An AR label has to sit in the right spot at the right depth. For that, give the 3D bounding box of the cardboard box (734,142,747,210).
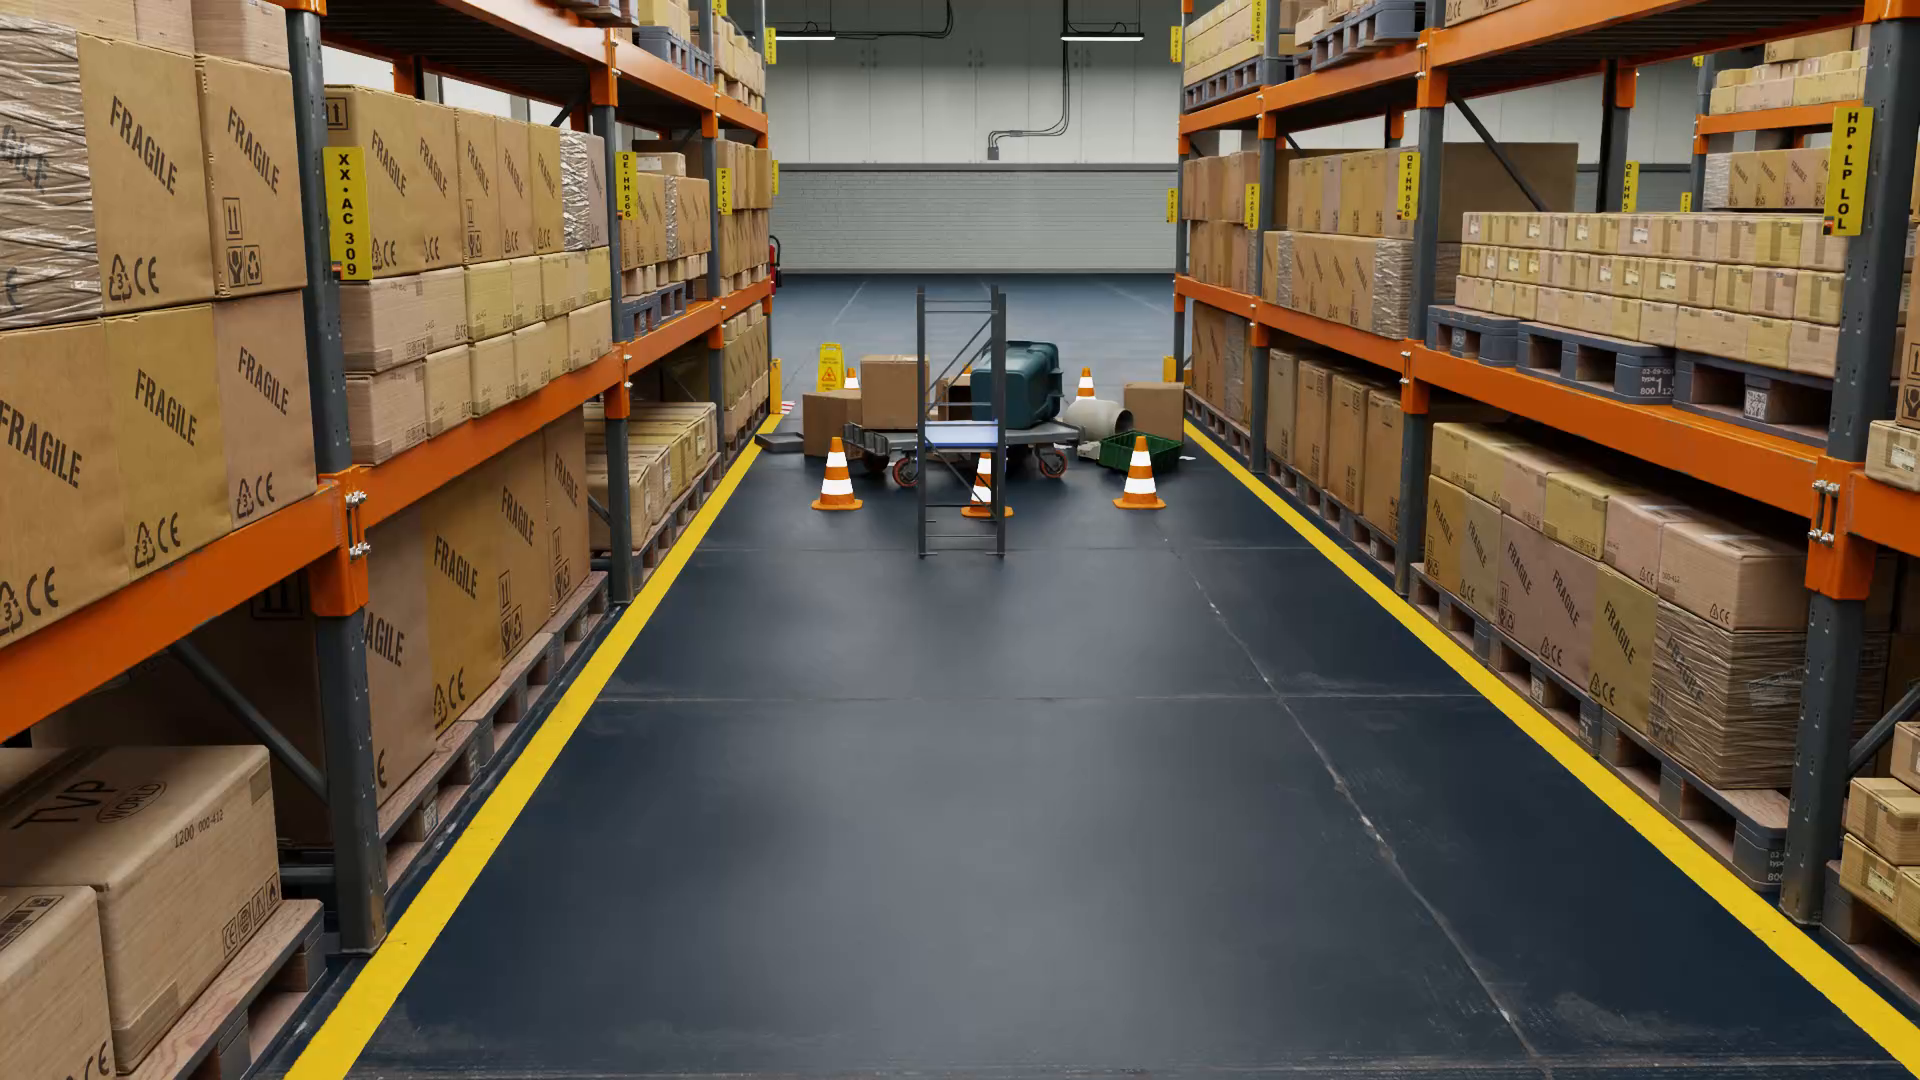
[{"bbox_3d":[-2.034,-2.817,12.884,0.700,0.500,0.500,0,11,-1],"label":"cardboard box"}]

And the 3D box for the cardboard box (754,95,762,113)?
[{"bbox_3d":[-2.011,-3.965,15.145,0.380,0.149,0.250,0,11,-1],"label":"cardboard box"}]

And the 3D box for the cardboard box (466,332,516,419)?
[{"bbox_3d":[-1.840,-0.571,5.708,0.500,0.250,0.500,0,11,-2],"label":"cardboard box"}]

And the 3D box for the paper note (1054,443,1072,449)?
[{"bbox_3d":[0.836,-0.786,13.875,0.172,0.023,0.155,4,12,18],"label":"paper note"}]

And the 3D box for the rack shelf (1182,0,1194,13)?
[{"bbox_3d":[2.652,-4.771,13.760,1.077,0.370,4.000,0,11,-1],"label":"rack shelf"}]

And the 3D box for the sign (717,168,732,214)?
[{"bbox_3d":[-1.698,-2.512,11.986,0.100,0.325,0.005,0,11,-1],"label":"sign"}]

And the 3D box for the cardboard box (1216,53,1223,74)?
[{"bbox_3d":[2.334,-3.958,13.806,0.380,0.149,0.250,0,11,-1],"label":"cardboard box"}]

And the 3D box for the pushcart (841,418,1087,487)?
[{"bbox_3d":[0.025,-0.676,12.442,1.648,0.377,0.936,-4,12,-21],"label":"pushcart"}]

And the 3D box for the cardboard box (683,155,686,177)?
[{"bbox_3d":[-1.991,-2.432,10.818,0.380,0.149,0.250,-1,11,-3],"label":"cardboard box"}]

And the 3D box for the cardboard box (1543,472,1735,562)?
[{"bbox_3d":[2.568,-0.094,6.325,0.500,0.250,0.500,-1,11,-4],"label":"cardboard box"}]

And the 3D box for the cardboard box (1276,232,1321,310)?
[{"bbox_3d":[2.447,-1.825,11.260,0.500,0.500,0.500,0,11,-1],"label":"cardboard box"}]

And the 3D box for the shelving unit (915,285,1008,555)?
[{"bbox_3d":[-0.002,-0.752,9.994,0.538,1.500,1.048,0,11,-1],"label":"shelving unit"}]

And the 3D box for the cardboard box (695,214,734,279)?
[{"bbox_3d":[-1.984,-2.225,12.483,0.500,0.500,0.500,0,11,-1],"label":"cardboard box"}]

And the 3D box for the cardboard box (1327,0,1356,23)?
[{"bbox_3d":[2.460,-3.305,9.704,0.500,0.500,0.500,0,11,-1],"label":"cardboard box"}]

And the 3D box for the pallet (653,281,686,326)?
[{"bbox_3d":[-2.252,-1.446,10.125,1.003,0.211,1.213,0,11,-1],"label":"pallet"}]

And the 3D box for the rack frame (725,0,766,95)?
[{"bbox_3d":[-2.336,-5.677,15.409,1.000,3.000,0.127,0,11,-1],"label":"rack frame"}]

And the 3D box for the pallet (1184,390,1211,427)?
[{"bbox_3d":[2.706,-1.252,15.700,1.003,0.211,1.213,0,11,-1],"label":"pallet"}]

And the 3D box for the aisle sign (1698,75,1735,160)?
[{"bbox_3d":[7.271,-4.063,16.002,0.394,0.787,0.004,0,11,-1],"label":"aisle sign"}]

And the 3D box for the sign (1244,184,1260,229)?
[{"bbox_3d":[2.139,-2.443,12.179,0.100,0.325,0.005,0,11,-1],"label":"sign"}]

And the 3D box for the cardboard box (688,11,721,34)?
[{"bbox_3d":[-1.933,-3.743,12.049,0.380,0.149,0.250,0,11,-2],"label":"cardboard box"}]

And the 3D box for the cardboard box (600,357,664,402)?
[{"bbox_3d":[-2.534,-1.284,12.817,0.500,0.500,0.500,0,11,-2],"label":"cardboard box"}]

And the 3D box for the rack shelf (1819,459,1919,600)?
[{"bbox_3d":[2.900,0.358,2.559,1.077,0.370,4.000,0,11,-1],"label":"rack shelf"}]

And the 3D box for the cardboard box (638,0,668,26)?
[{"bbox_3d":[-2.081,-3.227,10.196,0.500,0.250,0.500,0,11,0],"label":"cardboard box"}]

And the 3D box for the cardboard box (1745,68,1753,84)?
[{"bbox_3d":[7.384,-4.212,15.108,0.380,0.149,0.250,0,11,-2],"label":"cardboard box"}]

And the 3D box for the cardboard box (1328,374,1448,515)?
[{"bbox_3d":[2.832,-0.586,10.003,1.050,0.750,0.750,0,11,0],"label":"cardboard box"}]

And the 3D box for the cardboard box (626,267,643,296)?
[{"bbox_3d":[-1.923,-1.406,9.019,0.380,0.149,0.250,-1,12,-5],"label":"cardboard box"}]

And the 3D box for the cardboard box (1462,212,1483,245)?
[{"bbox_3d":[2.592,-1.468,7.829,0.380,0.149,0.250,0,11,-1],"label":"cardboard box"}]

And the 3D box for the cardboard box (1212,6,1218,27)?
[{"bbox_3d":[2.330,-4.399,13.971,0.380,0.149,0.250,0,11,0],"label":"cardboard box"}]

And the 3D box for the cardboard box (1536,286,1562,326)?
[{"bbox_3d":[2.610,-0.966,6.854,0.380,0.149,0.250,0,11,1],"label":"cardboard box"}]

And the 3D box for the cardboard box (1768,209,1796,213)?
[{"bbox_3d":[7.653,-2.664,14.649,0.875,0.500,0.500,0,11,-1],"label":"cardboard box"}]

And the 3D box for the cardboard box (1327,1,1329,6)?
[{"bbox_3d":[2.963,-3.878,12.405,0.500,0.250,0.500,0,11,-1],"label":"cardboard box"}]

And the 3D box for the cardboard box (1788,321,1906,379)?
[{"bbox_3d":[2.653,-0.553,4.815,0.380,0.149,0.250,0,11,-2],"label":"cardboard box"}]

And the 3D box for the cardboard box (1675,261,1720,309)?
[{"bbox_3d":[2.634,-0.855,5.555,0.380,0.149,0.250,-1,11,-3],"label":"cardboard box"}]

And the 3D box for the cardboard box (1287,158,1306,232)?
[{"bbox_3d":[2.710,-2.423,11.690,0.700,0.500,0.500,0,11,-2],"label":"cardboard box"}]

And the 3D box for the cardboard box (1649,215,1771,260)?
[{"bbox_3d":[2.638,-1.051,5.775,0.380,0.149,0.250,-1,11,-3],"label":"cardboard box"}]

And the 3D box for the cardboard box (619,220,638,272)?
[{"bbox_3d":[-1.948,-1.638,8.531,0.500,0.500,0.500,-1,11,-3],"label":"cardboard box"}]

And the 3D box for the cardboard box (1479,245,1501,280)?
[{"bbox_3d":[2.593,-1.265,7.576,0.380,0.149,0.250,0,11,2],"label":"cardboard box"}]

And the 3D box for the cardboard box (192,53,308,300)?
[{"bbox_3d":[-1.802,-0.798,3.681,0.500,0.500,0.500,0,11,-2],"label":"cardboard box"}]

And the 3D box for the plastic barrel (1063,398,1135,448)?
[{"bbox_3d":[1.137,-0.939,13.622,0.512,0.421,0.421,9,15,38],"label":"plastic barrel"}]

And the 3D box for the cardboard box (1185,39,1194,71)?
[{"bbox_3d":[2.364,-4.477,15.362,0.500,0.250,0.500,0,11,-1],"label":"cardboard box"}]

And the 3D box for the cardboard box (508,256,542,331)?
[{"bbox_3d":[-1.850,-0.916,6.150,0.500,0.250,0.500,-1,11,-3],"label":"cardboard box"}]

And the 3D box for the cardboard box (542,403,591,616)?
[{"bbox_3d":[-2.239,-0.174,7.658,0.875,0.875,0.875,0,11,-2],"label":"cardboard box"}]

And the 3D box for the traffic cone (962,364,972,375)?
[{"bbox_3d":[0.065,-1.486,16.218,0.336,0.463,0.334,0,11,-1],"label":"traffic cone"}]

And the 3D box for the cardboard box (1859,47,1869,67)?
[{"bbox_3d":[7.322,-3.796,13.054,0.380,0.149,0.250,-1,11,-3],"label":"cardboard box"}]

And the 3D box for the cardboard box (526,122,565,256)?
[{"bbox_3d":[-1.876,-1.383,6.567,0.500,0.500,0.500,0,11,-1],"label":"cardboard box"}]

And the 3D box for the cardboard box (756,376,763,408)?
[{"bbox_3d":[-2.047,-1.333,14.943,0.500,0.250,0.500,0,11,-1],"label":"cardboard box"}]

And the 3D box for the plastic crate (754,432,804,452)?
[{"bbox_3d":[-1.466,-0.826,13.931,0.402,0.080,0.583,-4,12,-21],"label":"plastic crate"}]

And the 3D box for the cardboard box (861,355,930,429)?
[{"bbox_3d":[-0.474,-1.101,12.325,0.500,0.500,0.500,0,11,-1],"label":"cardboard box"}]

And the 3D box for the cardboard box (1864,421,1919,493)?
[{"bbox_3d":[2.538,-0.211,4.187,0.380,0.149,0.250,0,11,1],"label":"cardboard box"}]

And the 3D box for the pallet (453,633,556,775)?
[{"bbox_3d":[-2.207,0.619,6.478,1.003,0.211,1.213,0,11,-1],"label":"pallet"}]

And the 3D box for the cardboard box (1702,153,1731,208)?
[{"bbox_3d":[7.311,-3.352,15.523,0.500,0.500,0.500,0,11,-1],"label":"cardboard box"}]

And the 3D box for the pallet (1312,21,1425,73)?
[{"bbox_3d":[2.684,-2.915,9.812,1.003,0.211,1.213,0,11,1],"label":"pallet"}]

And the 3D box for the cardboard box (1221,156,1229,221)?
[{"bbox_3d":[2.700,-2.980,14.113,0.875,0.550,0.500,0,11,-1],"label":"cardboard box"}]

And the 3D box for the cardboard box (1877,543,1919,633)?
[{"bbox_3d":[3.108,0.112,5.308,0.500,0.250,0.500,-1,11,-4],"label":"cardboard box"}]

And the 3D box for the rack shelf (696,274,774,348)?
[{"bbox_3d":[-2.295,-1.987,14.117,1.077,0.370,4.000,0,11,-1],"label":"rack shelf"}]
